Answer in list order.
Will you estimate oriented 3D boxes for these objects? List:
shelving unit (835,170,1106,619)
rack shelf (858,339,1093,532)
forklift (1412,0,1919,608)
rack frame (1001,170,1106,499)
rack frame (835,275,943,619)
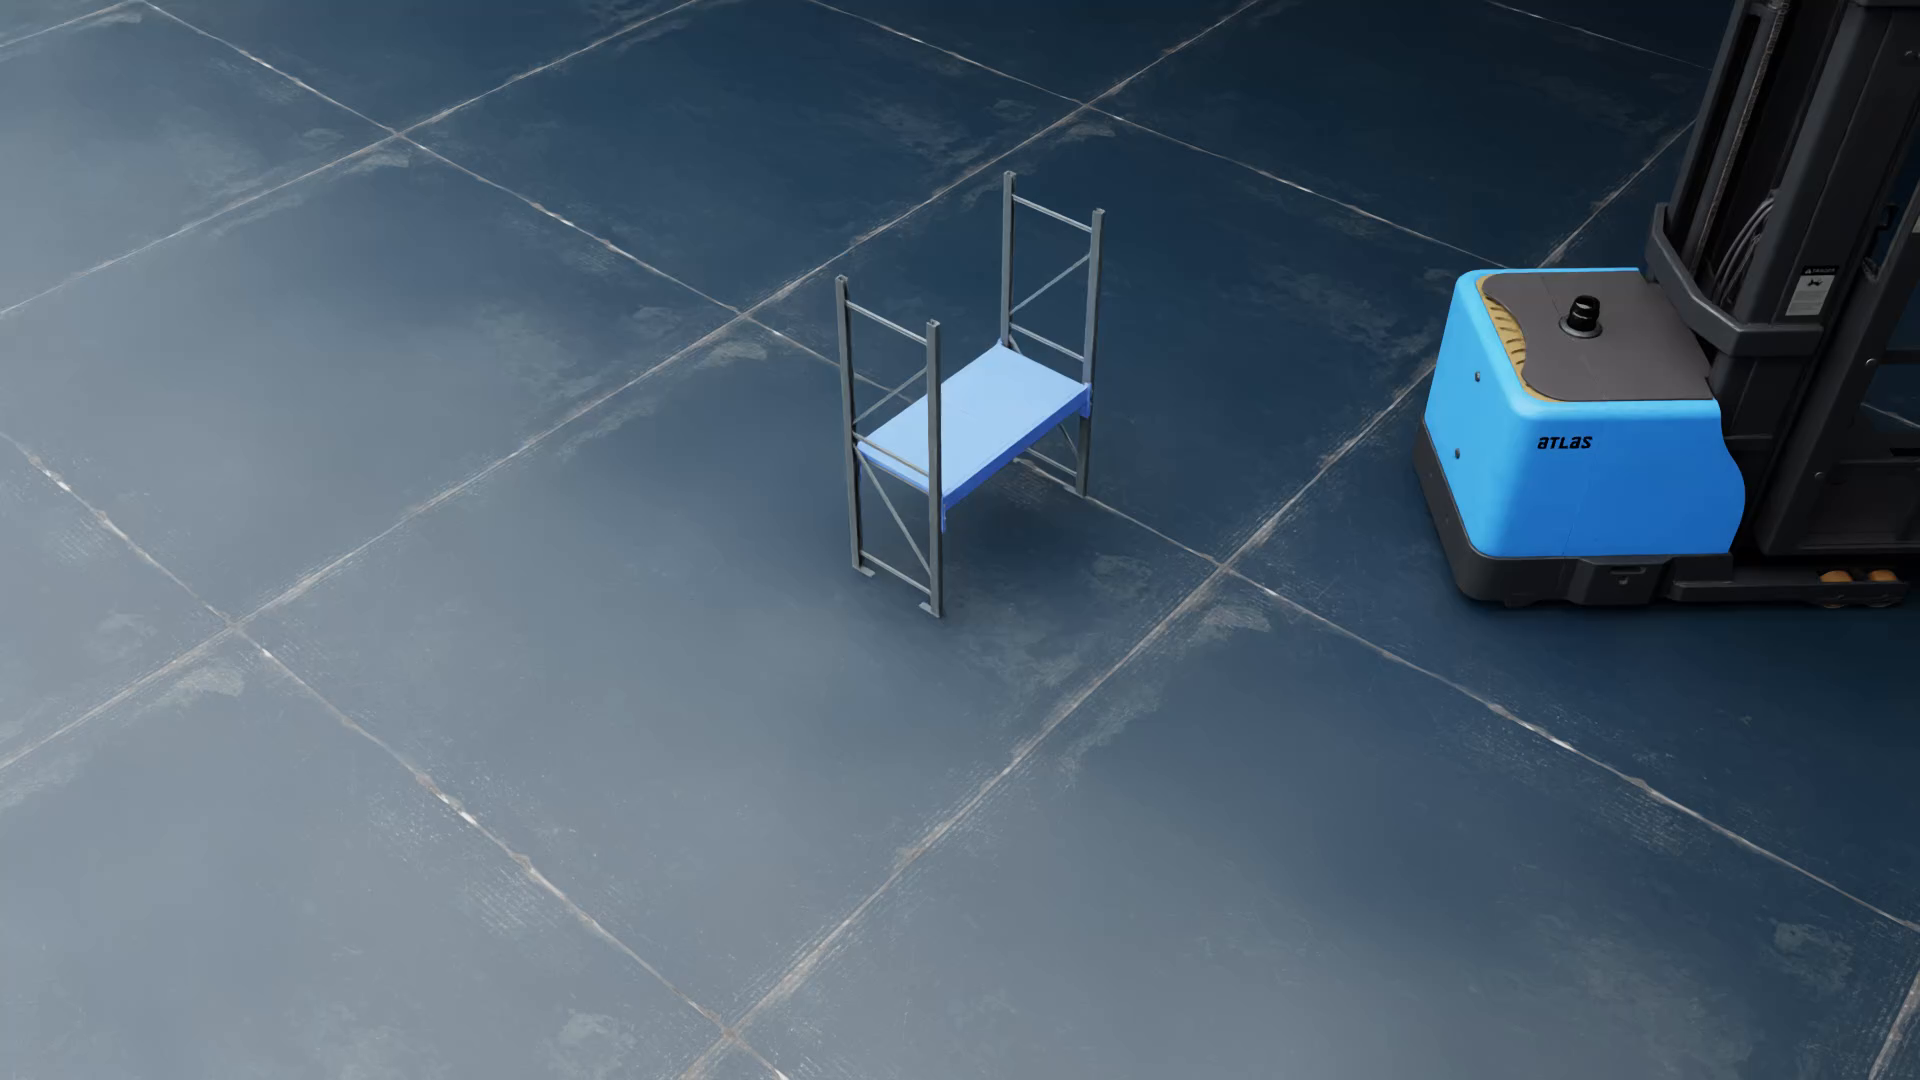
[{"bbox_3d":[0.055,-0.599,6.976,0.538,1.500,1.048,29,50,28],"label":"shelving unit"},{"bbox_3d":[0.055,-0.466,7.097,0.538,0.185,1.000,29,50,28],"label":"rack shelf"},{"bbox_3d":[3.629,-1.151,6.520,3.031,2.935,1.130,-1,42,-1],"label":"forklift"},{"bbox_3d":[0.382,-0.861,7.264,0.500,1.500,0.032,29,50,28],"label":"rack frame"},{"bbox_3d":[-0.272,-0.337,6.688,0.500,1.500,0.032,29,50,28],"label":"rack frame"}]
